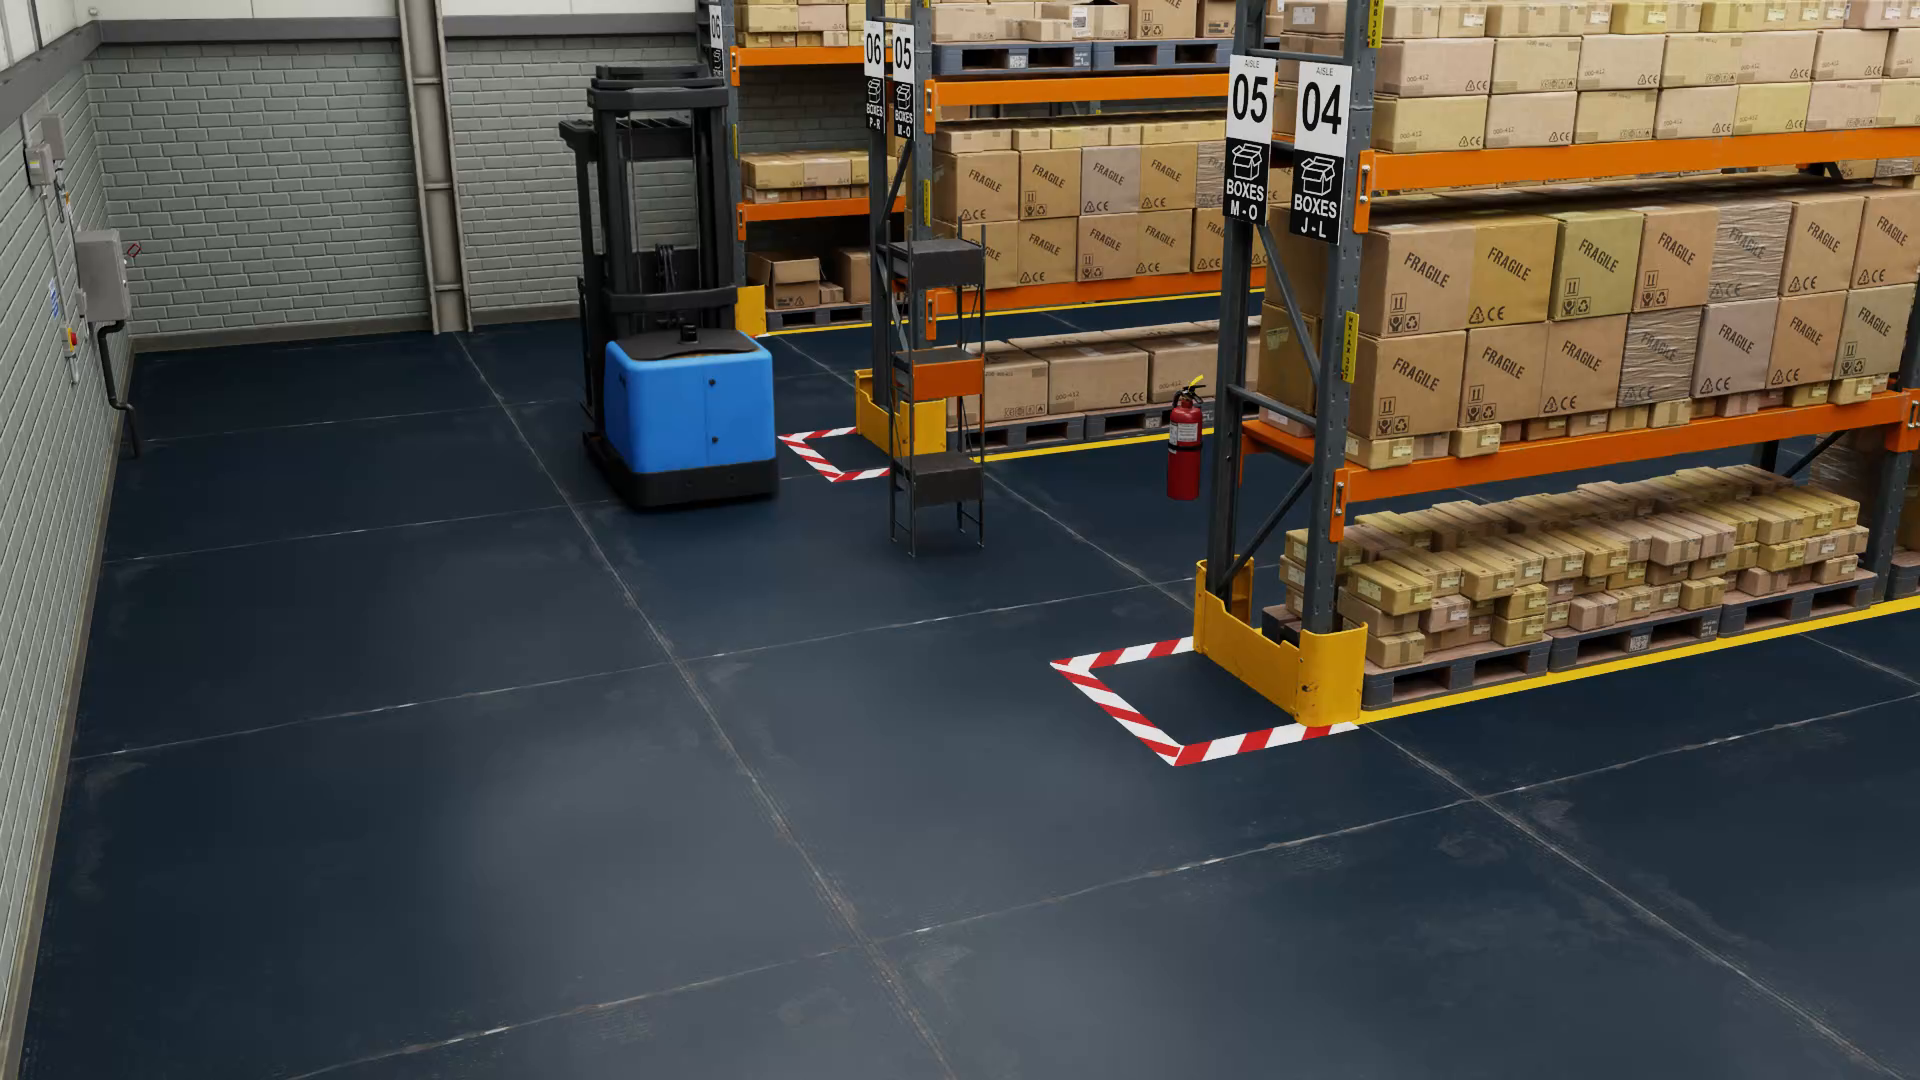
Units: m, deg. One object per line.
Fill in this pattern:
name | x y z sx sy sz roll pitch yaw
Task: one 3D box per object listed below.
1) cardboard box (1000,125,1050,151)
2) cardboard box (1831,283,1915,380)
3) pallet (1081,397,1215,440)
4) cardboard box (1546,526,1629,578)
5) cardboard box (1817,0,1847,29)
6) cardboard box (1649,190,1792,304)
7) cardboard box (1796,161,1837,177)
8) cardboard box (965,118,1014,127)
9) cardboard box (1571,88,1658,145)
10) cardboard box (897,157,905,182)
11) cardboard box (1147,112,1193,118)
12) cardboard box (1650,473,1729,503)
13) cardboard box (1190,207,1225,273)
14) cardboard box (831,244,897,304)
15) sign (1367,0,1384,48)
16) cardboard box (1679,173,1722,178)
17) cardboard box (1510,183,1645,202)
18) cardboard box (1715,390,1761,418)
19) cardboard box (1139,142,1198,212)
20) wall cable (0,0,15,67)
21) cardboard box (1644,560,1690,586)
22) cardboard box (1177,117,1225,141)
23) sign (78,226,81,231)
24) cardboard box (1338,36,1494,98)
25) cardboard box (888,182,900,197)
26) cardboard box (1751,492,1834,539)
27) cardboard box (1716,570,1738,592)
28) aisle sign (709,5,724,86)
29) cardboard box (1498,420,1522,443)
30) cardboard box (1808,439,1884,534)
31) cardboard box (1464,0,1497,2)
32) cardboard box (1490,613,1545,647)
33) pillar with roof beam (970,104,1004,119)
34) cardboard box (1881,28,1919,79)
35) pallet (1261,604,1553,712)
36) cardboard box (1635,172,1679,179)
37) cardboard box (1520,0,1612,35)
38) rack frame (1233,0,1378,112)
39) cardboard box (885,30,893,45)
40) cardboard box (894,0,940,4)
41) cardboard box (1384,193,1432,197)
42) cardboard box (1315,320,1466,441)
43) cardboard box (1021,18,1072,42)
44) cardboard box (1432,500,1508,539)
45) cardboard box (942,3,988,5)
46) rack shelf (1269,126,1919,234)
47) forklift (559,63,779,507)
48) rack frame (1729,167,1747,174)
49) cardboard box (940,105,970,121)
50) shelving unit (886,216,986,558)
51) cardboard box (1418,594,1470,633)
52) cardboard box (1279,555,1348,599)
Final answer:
cardboard box | 0.480 -2.995 12.379 0.250 0.149 0.380 -7 21 -20
cardboard box | 4.942 -1.220 9.373 0.500 0.500 0.500 -8 21 -22
pallet | 1.369 -1.126 13.901 1.213 0.211 1.003 -8 21 -22
cardboard box | 3.417 0.065 9.085 0.250 0.149 0.380 -8 21 -21
cardboard box | 4.361 -2.745 8.657 0.250 0.149 0.380 -7 21 -20
cardboard box | 4.001 -1.565 8.845 0.500 0.500 0.500 -8 21 -21
cardboard box | 7.874 -3.650 15.641 0.500 0.500 0.500 -7 21 -19
cardboard box | 0.225 -3.186 12.921 0.250 0.149 0.380 -8 21 -22
cardboard box | 3.068 -2.121 8.239 0.500 0.250 0.500 -9 21 -24
cardboard box | -0.510 -3.921 17.419 0.500 0.250 0.500 -9 21 -23
cardboard box | 1.675 -3.358 13.409 0.250 0.149 0.380 -8 21 -22
cardboard box | 4.387 -0.268 10.031 0.250 0.149 0.380 -8 21 -23
cardboard box | 1.970 -2.447 13.305 0.500 0.500 0.500 -8 21 -23
cardboard box | -1.022 -2.837 17.694 0.500 0.500 0.700 -7 21 -20
sign | 1.816 -2.318 7.256 0.005 0.325 0.100 -8 21 -22
cardboard box | 6.549 -3.229 15.149 0.500 0.250 0.500 -8 21 -22
cardboard box | 3.346 -1.660 9.116 0.500 0.500 0.500 -9 21 -24
cardboard box | 4.158 -0.800 9.155 0.250 0.149 0.380 -9 21 -24
cardboard box | 1.500 -2.854 12.954 0.500 0.500 0.500 -8 21 -22
wall cable | -5.564 -4.148 9.253 0.029 3.000 0.463 -8 21 -22
cardboard box | 3.879 0.114 9.395 0.250 0.149 0.380 -9 21 -24
cardboard box | 1.865 -3.217 13.010 0.250 0.149 0.380 -9 21 -23
sign | -6.704 -2.142 12.732 0.001 0.494 0.329 -8 21 -22
cardboard box | 2.116 -2.216 7.756 0.500 0.250 0.500 -8 21 -21
cardboard box | -0.809 -3.661 17.282 0.250 0.149 0.380 -9 21 -23
cardboard box | 4.832 -0.145 9.681 0.250 0.149 0.380 -8 21 -21
cardboard box | 4.270 0.180 9.654 0.250 0.149 0.380 -9 21 -23
aisle sign | -2.368 -4.793 16.205 0.004 0.787 0.394 -8 21 -22
cardboard box | 2.698 -0.622 8.649 0.250 0.149 0.380 -7 21 -19
cardboard box | 5.854 -0.376 10.704 0.500 0.500 0.500 -9 21 -23
cardboard box | 2.490 -2.662 8.422 0.250 0.149 0.380 -8 21 -21
cardboard box | 2.920 0.425 8.960 0.250 0.149 0.380 -8 21 -21
pillar with roof beam | 1.960 -5.892 14.207 0.400 9.000 9.100 -8 21 -22
cardboard box | 4.951 -2.624 8.915 0.500 0.250 0.500 -9 21 -24
pallet | 2.431 0.553 9.134 1.213 0.211 1.003 -8 21 -22
cardboard box | 6.054 -3.506 14.807 0.500 0.500 0.500 -8 21 -21
cardboard box | 2.926 -2.537 8.067 0.250 0.149 0.380 -8 21 -20
rack frame | 1.601 -3.486 7.373 0.127 3.000 1.000 -8 21 -22
cardboard box | -0.855 -5.094 16.834 0.250 0.149 0.380 -8 21 -23
cardboard box | -0.521 -5.569 16.832 0.500 0.250 0.500 -8 21 -20
cardboard box | 3.736 -2.816 13.976 0.500 0.250 0.500 -9 21 -23
cardboard box | 2.123 -0.819 8.232 0.500 0.500 0.500 -7 21 -19
cardboard box | 0.638 -3.767 12.284 0.250 0.149 0.380 -7 21 -20
cardboard box | 2.915 -0.093 9.533 0.250 0.149 0.380 -7 21 -20
cardboard box | -0.041 -5.401 17.107 0.500 0.250 0.500 -8 21 -21
rack shelf | 3.438 -1.995 8.738 4.000 0.370 1.077 -8 21 -22
forklift | -2.309 -2.063 12.468 1.130 2.935 3.031 -8 21 -21
rack frame | 6.893 -3.205 15.608 0.127 3.000 1.000 -8 21 -22
cardboard box | -0.222 -4.500 17.936 0.500 0.500 0.500 -9 21 -23
shelving unit | -0.152 -0.969 10.611 0.503 2.100 0.431 -8 21 -22
cardboard box | 2.458 0.341 8.751 0.250 0.149 0.380 -8 21 -22
cardboard box | 1.973 0.193 9.168 0.250 0.149 0.380 -9 21 -23
